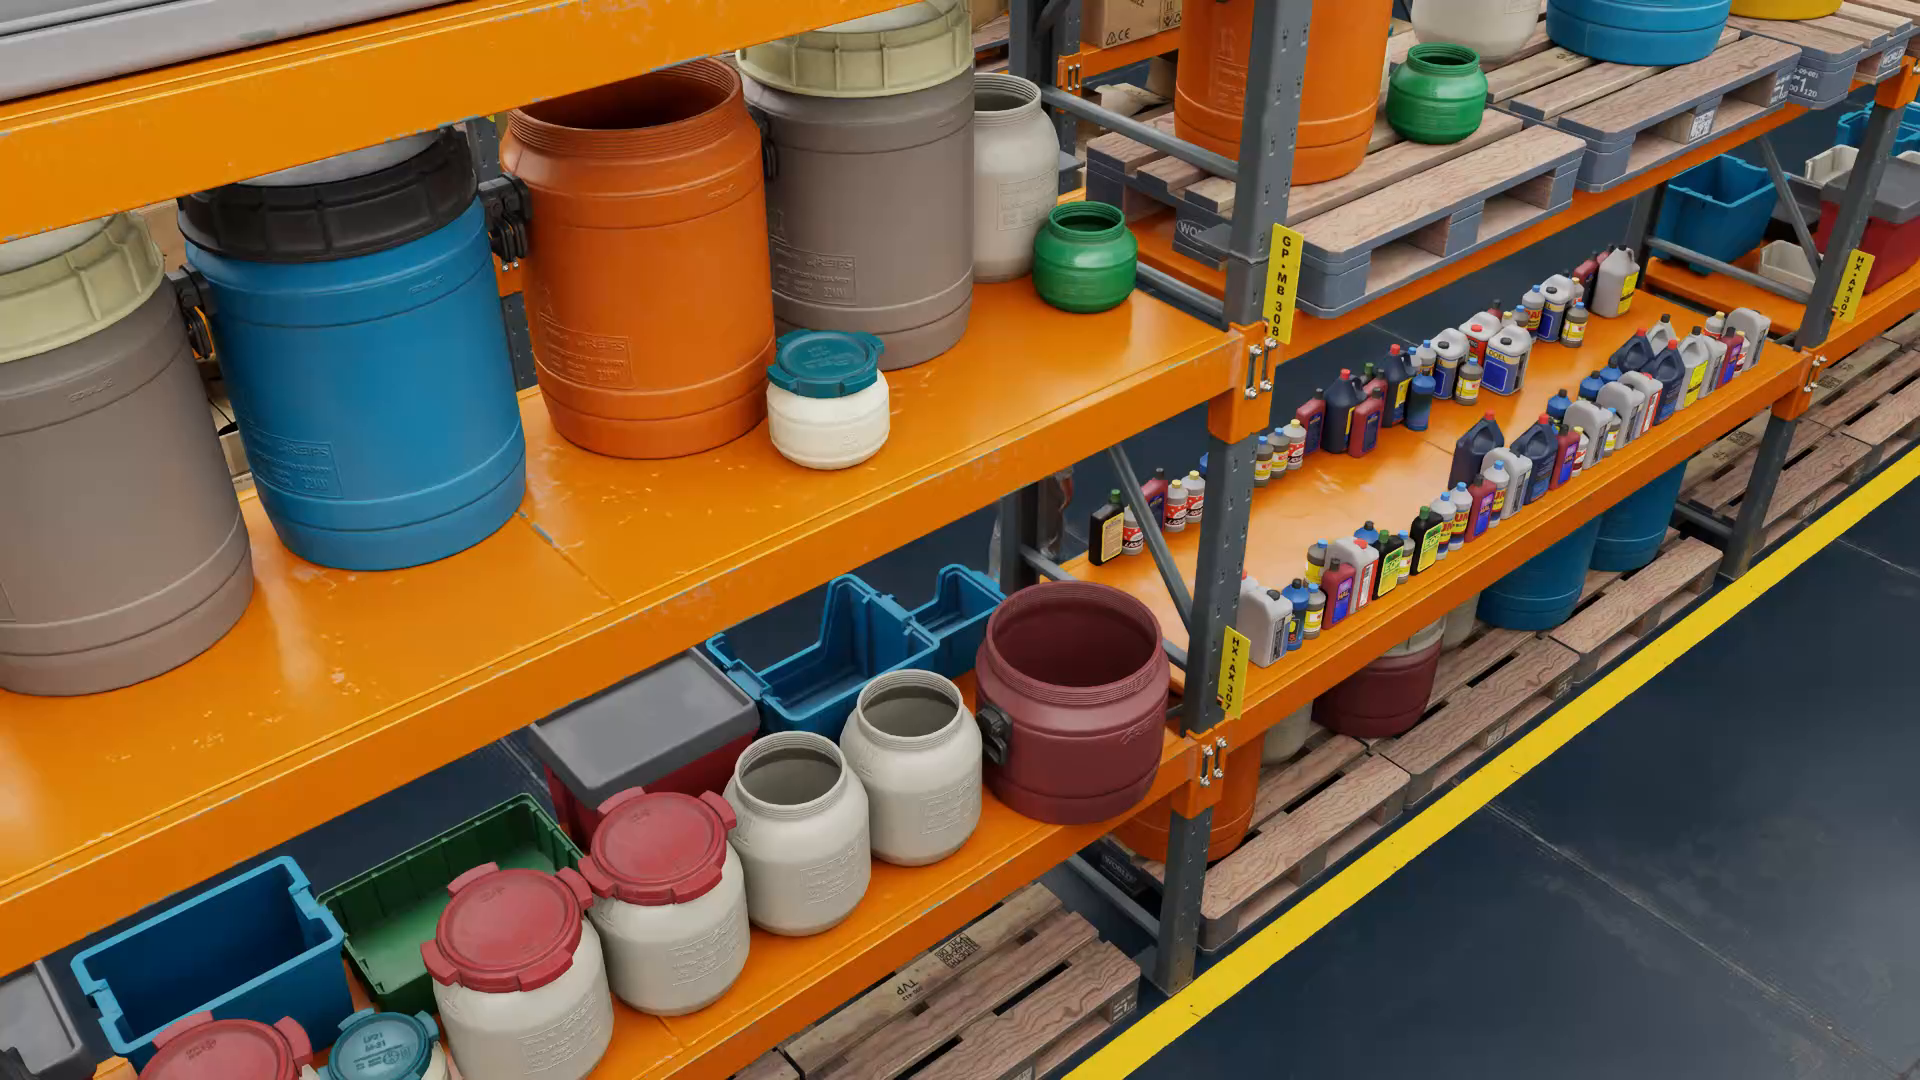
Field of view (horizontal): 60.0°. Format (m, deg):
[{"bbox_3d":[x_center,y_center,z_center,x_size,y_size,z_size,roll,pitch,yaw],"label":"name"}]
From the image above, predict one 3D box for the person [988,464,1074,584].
[{"bbox_3d":[0.214,-0.320,7.490,0.704,1.755,0.585,-29,45,-34],"label":"person"}]
